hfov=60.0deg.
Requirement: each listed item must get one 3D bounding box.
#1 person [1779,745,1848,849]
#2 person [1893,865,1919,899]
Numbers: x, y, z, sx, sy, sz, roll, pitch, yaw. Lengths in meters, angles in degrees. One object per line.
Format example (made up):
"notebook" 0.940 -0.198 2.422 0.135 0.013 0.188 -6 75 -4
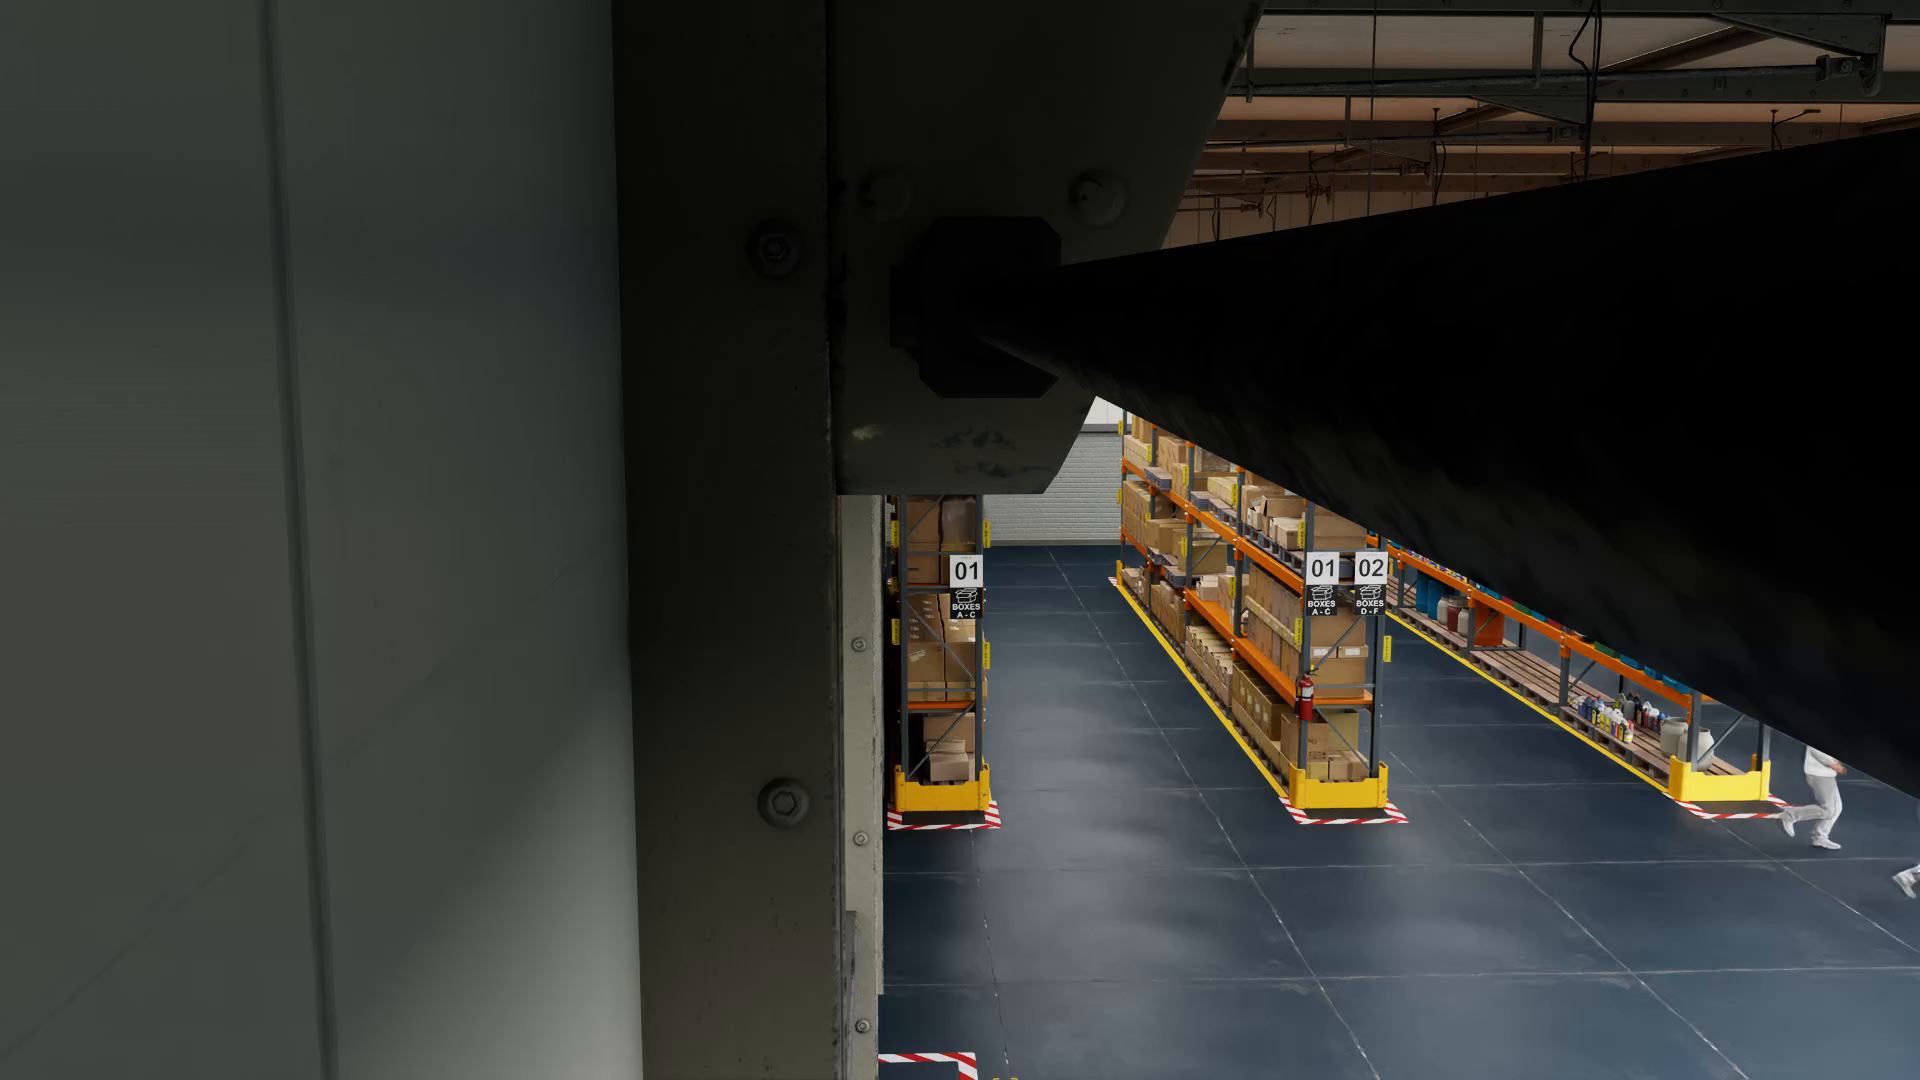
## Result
"person" 9.872 2.669 19.210 0.665 1.729 0.671 5 10 28
"person" 10.136 2.955 17.043 0.956 1.789 0.656 3 9 20
